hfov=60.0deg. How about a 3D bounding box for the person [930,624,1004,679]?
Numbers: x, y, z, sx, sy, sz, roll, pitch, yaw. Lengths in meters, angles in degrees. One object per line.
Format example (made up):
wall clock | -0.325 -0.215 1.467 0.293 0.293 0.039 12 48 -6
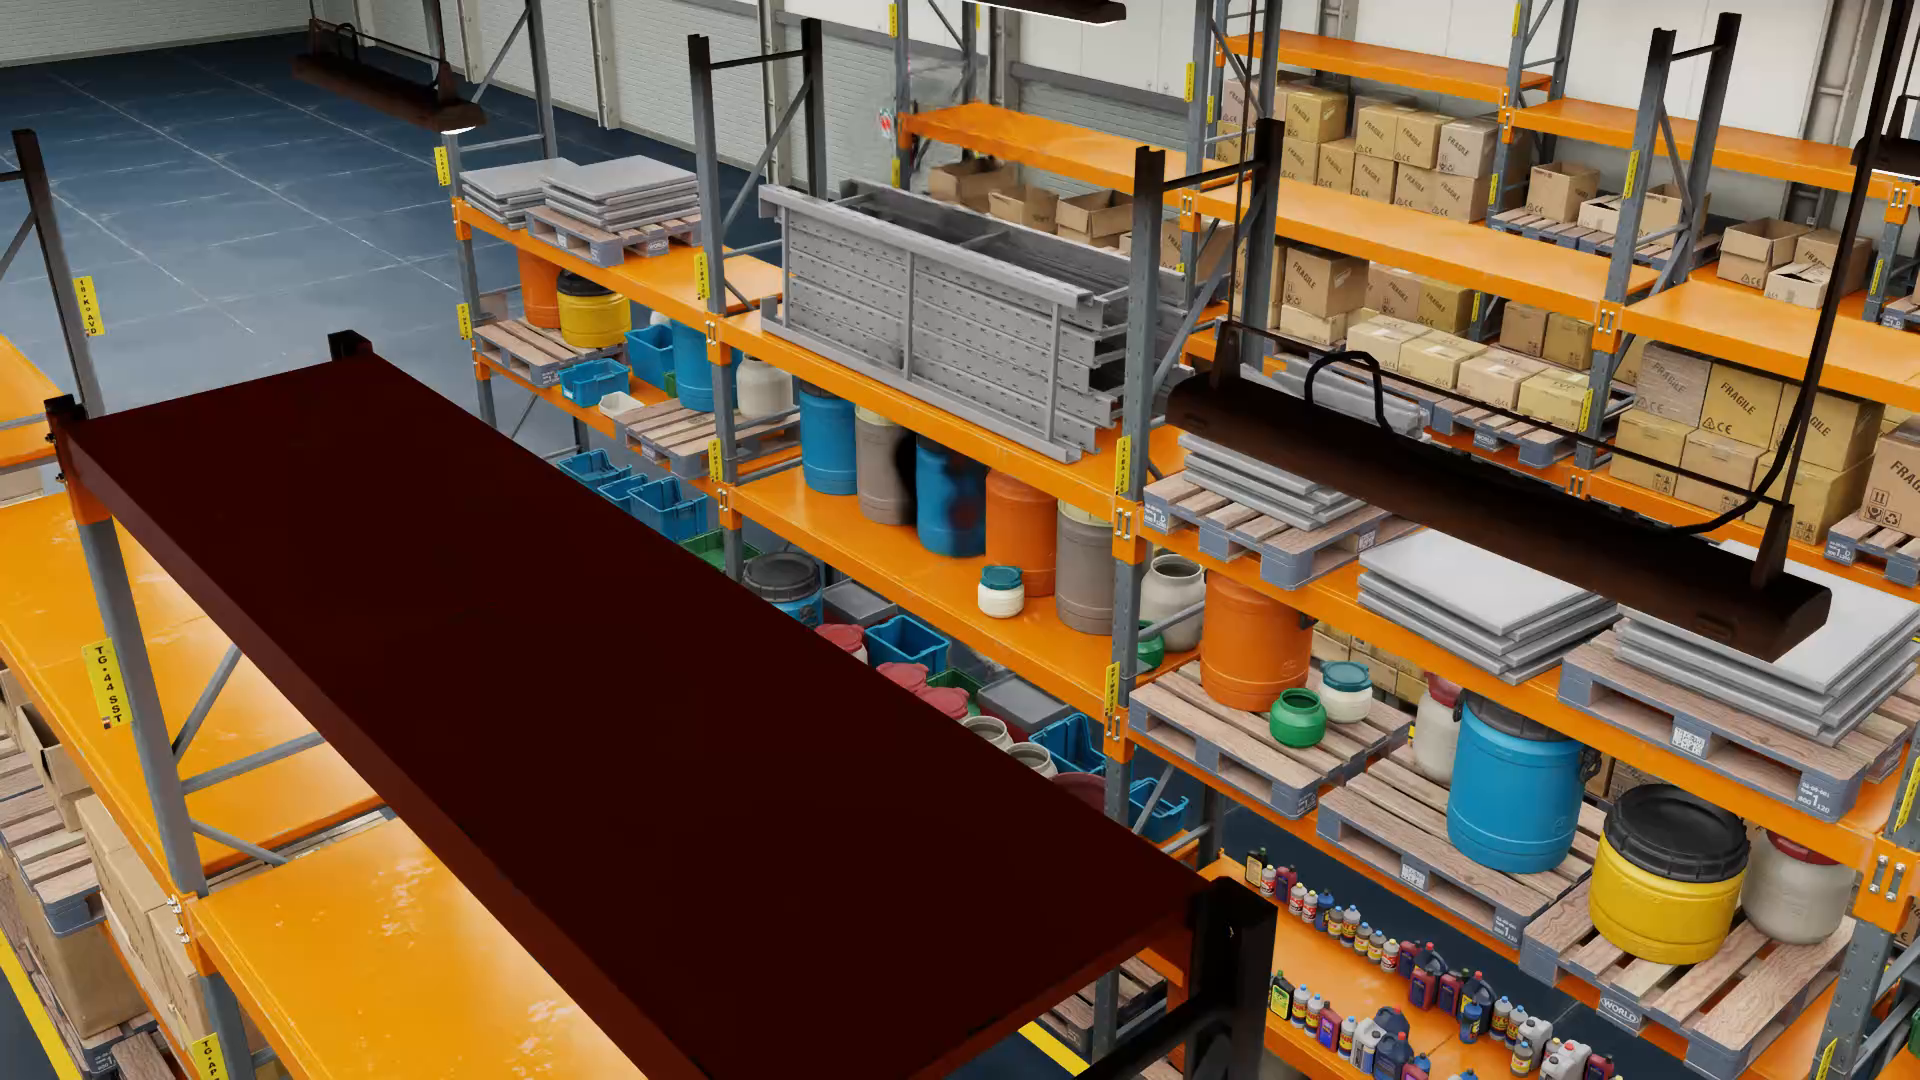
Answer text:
person | 0.003 0.566 14.576 0.712 1.745 0.870 -24 35 -38

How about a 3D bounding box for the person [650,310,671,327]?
person | -3.848 -3.138 21.748 0.908 1.770 0.668 -13 30 -23
